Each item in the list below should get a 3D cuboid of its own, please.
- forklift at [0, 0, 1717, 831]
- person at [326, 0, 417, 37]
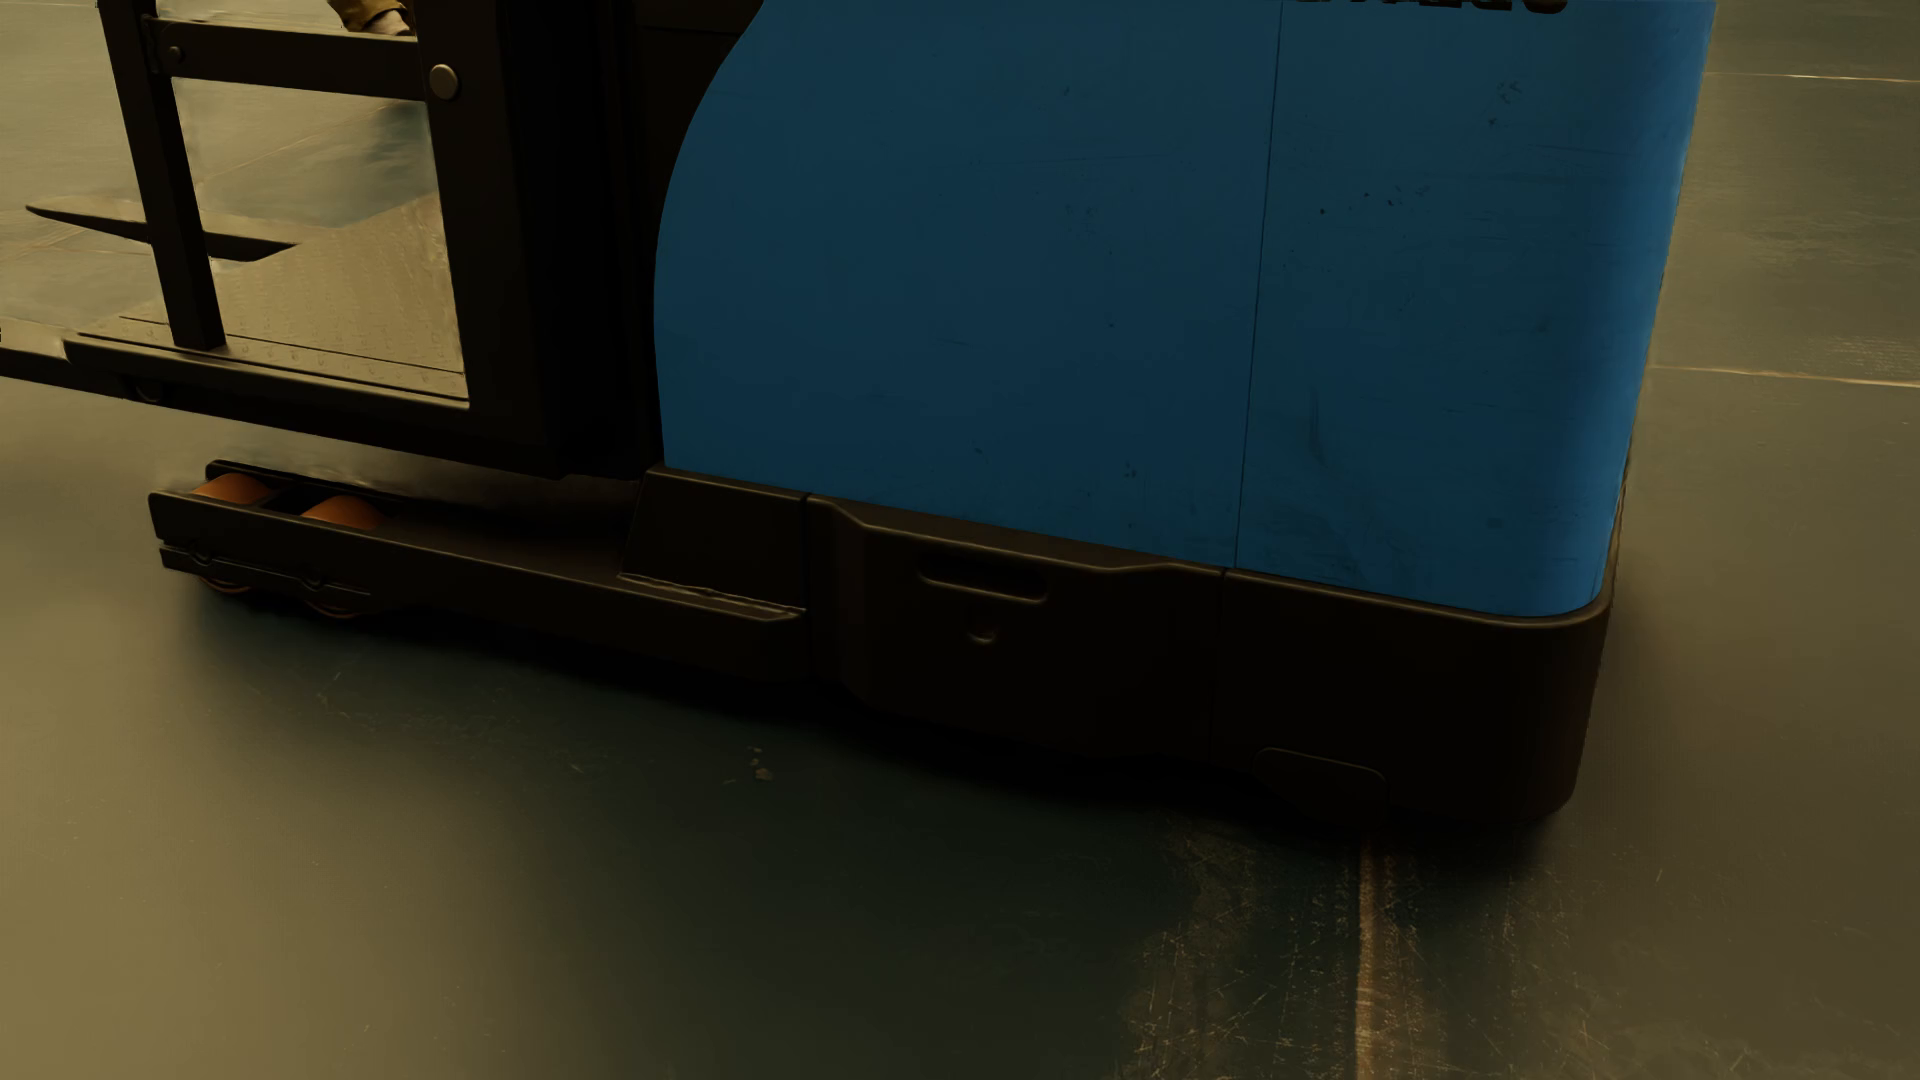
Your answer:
[{"bbox_3d":[-0.578,-1.407,2.035,3.031,2.935,1.130,10,29,20],"label":"forklift"},{"bbox_3d":[-1.795,-2.242,4.994,0.852,1.761,0.641,-21,33,-35],"label":"person"}]
